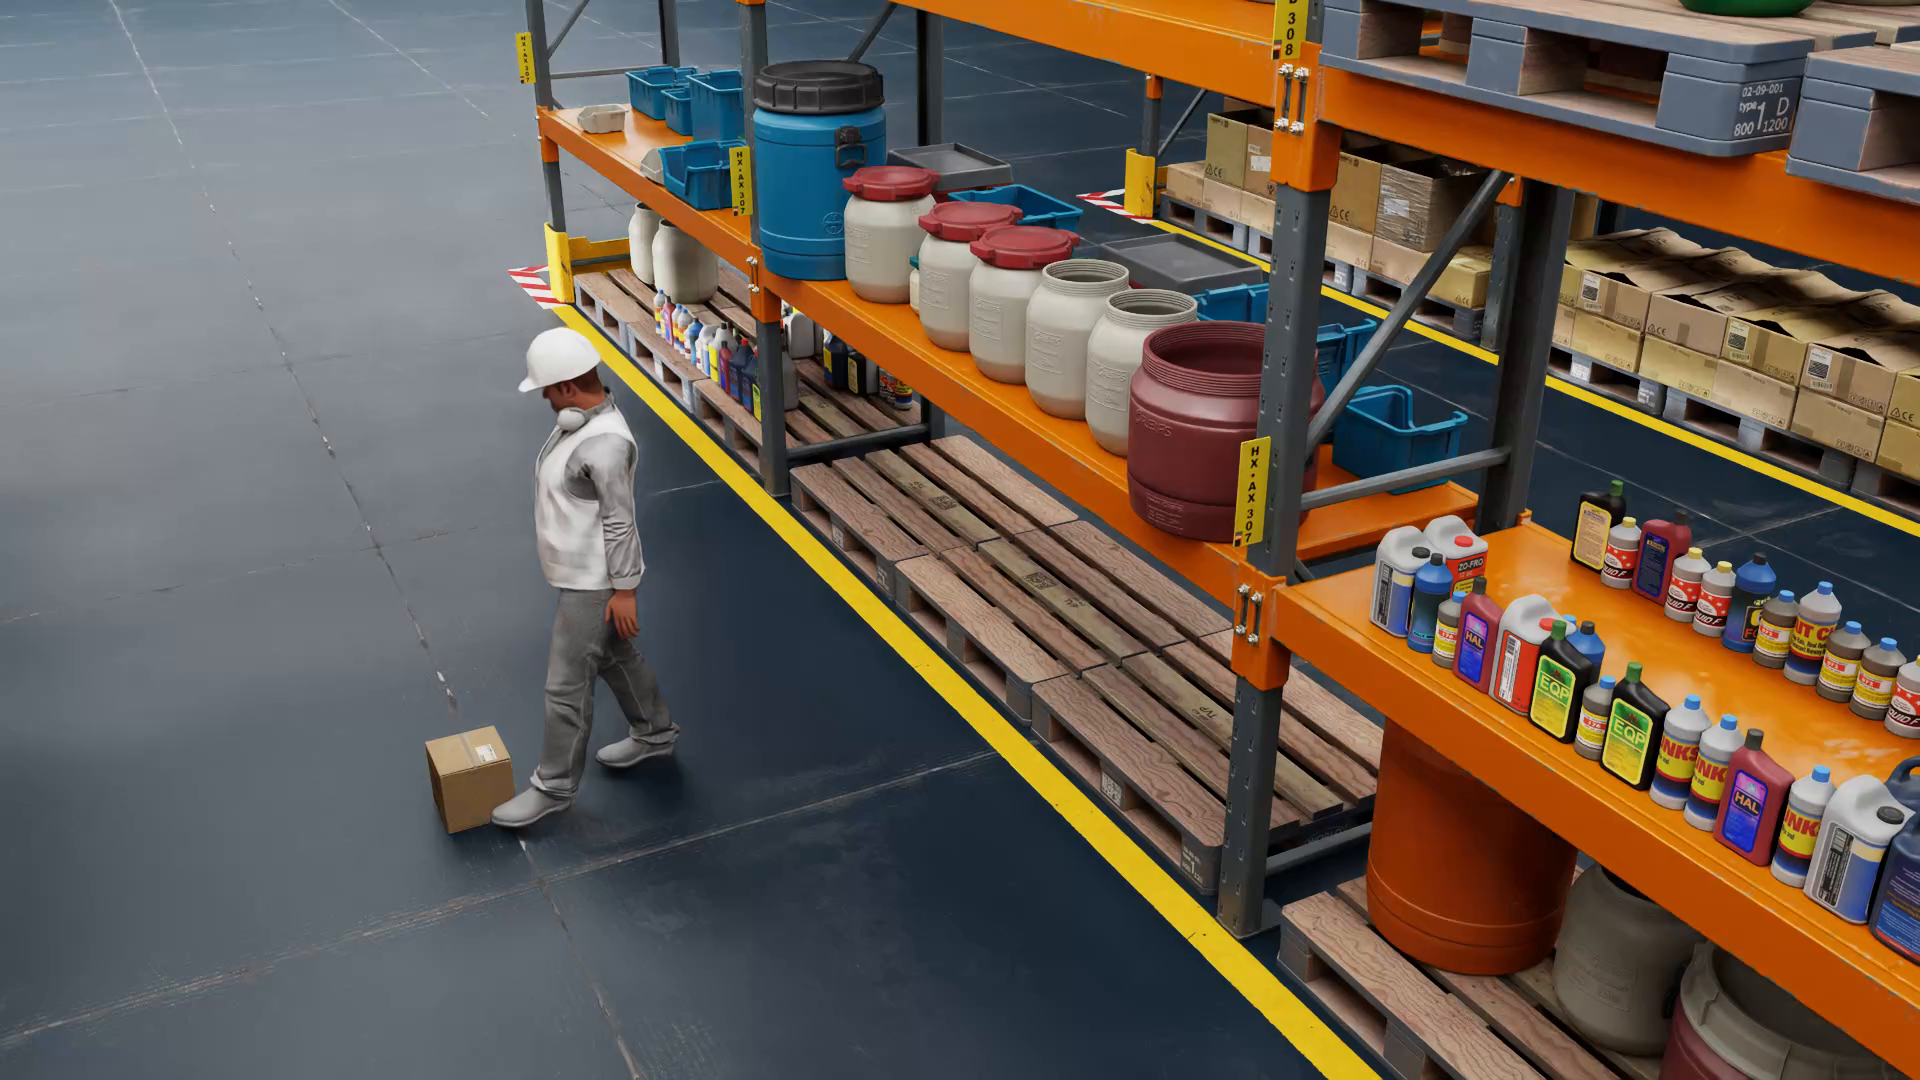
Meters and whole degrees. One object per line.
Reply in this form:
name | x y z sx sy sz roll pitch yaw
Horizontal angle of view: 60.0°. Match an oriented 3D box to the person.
person | -1.388 0.107 5.826 0.736 1.747 0.572 -9 27 -18
